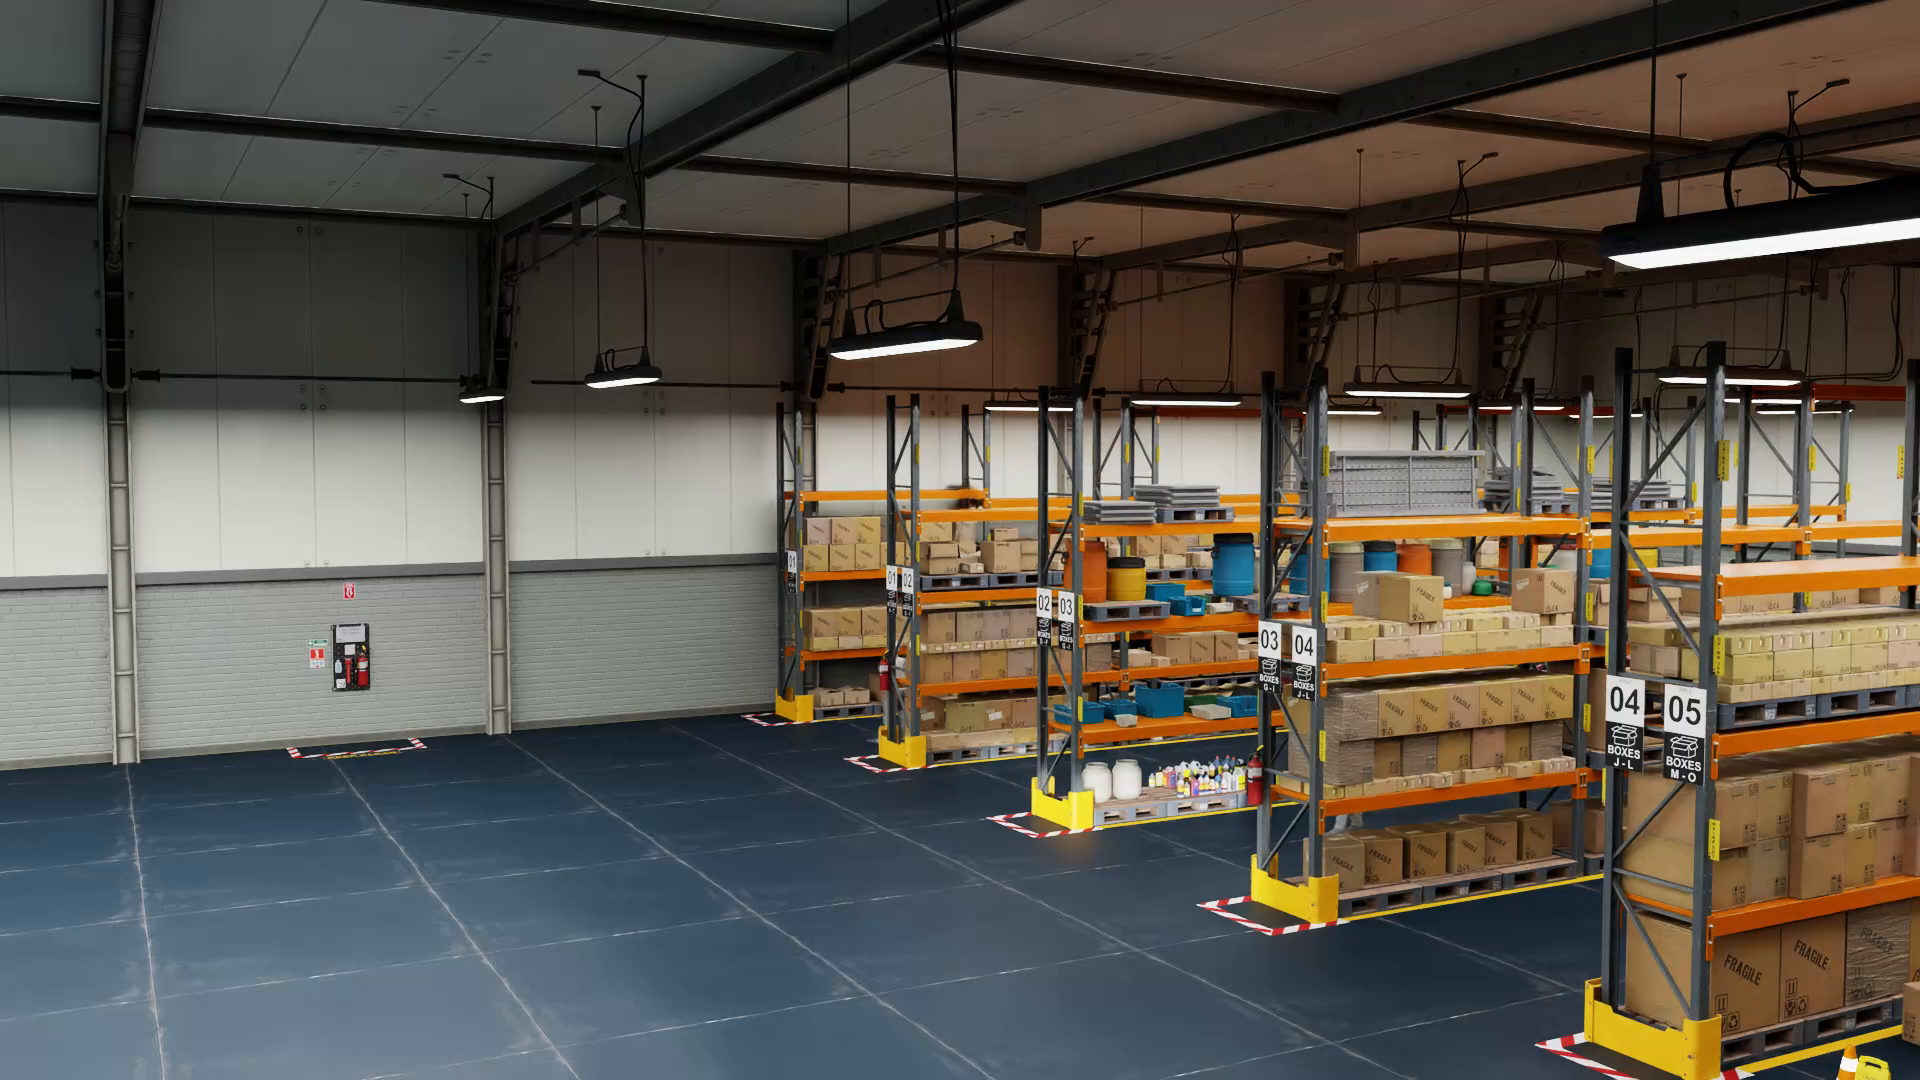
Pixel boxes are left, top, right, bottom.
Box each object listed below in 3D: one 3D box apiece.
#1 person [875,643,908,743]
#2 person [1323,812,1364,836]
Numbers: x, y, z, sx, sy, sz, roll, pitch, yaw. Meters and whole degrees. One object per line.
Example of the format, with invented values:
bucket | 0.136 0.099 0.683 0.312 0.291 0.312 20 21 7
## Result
person | -1.162 2.634 28.894 0.617 1.784 0.387 -2 4 -30
person | 5.102 3.046 22.096 0.523 1.788 0.552 1 3 20
